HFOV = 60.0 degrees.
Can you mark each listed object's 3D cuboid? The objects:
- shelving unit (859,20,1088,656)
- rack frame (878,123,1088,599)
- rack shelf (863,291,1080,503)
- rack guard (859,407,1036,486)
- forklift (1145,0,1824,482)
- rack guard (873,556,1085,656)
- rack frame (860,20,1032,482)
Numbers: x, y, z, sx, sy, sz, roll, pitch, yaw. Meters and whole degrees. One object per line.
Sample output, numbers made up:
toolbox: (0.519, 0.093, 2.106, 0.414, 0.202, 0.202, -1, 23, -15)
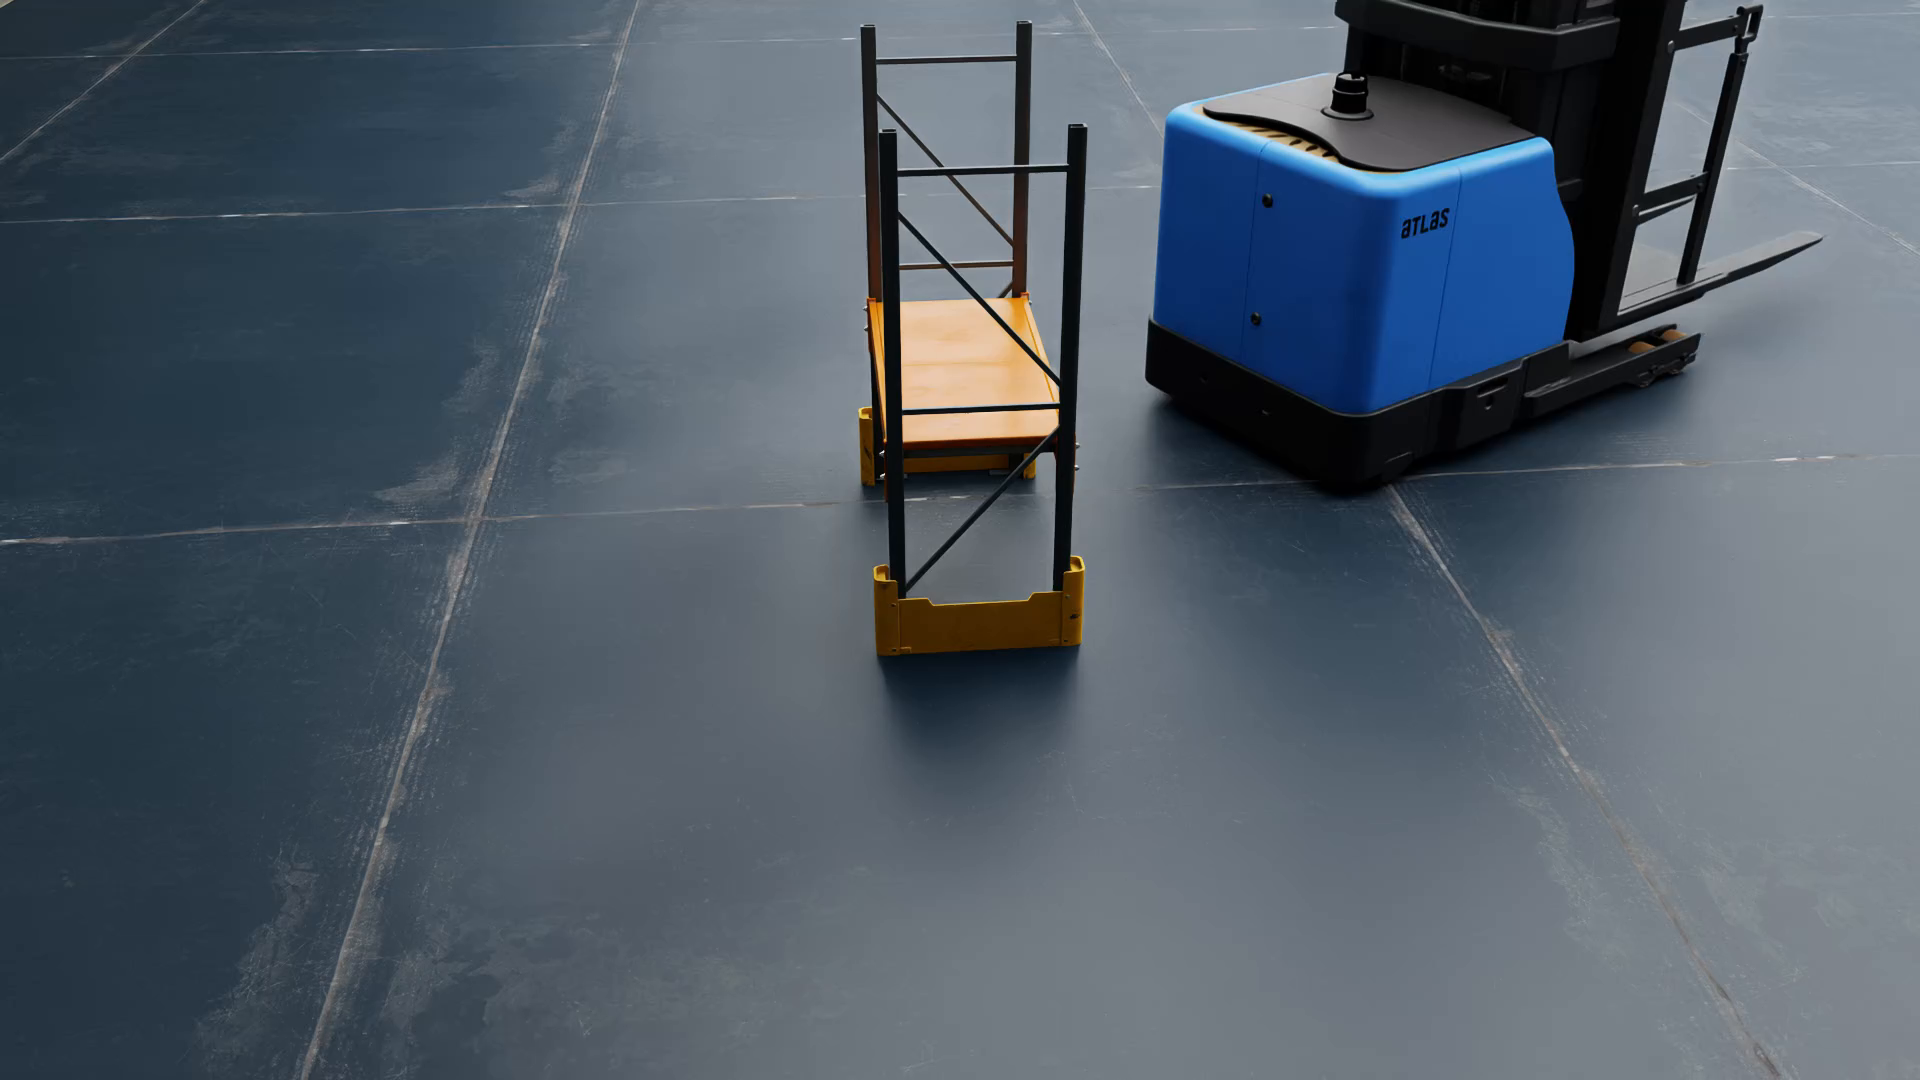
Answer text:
shelving unit: (0.007, -0.605, 4.800, 0.587, 1.500, 1.083, -3, 31, -5)
rack frame: (0.055, -0.341, 4.358, 0.500, 1.500, 0.032, -3, 31, -5)
rack shelf: (0.008, -0.446, 4.885, 0.538, 0.185, 1.000, -3, 31, -5)
rack guard: (-0.039, -0.323, 5.546, 0.587, 0.250, 0.087, -3, 31, -5)
forklift: (2.178, -2.030, 5.790, 3.031, 2.935, 1.130, -20, 36, -30)
rack guard: (0.054, 0.186, 4.695, 0.587, 0.250, 0.087, -3, 31, -5)
rack frame: (-0.040, -0.860, 5.227, 0.500, 1.500, 0.032, -3, 31, -5)
